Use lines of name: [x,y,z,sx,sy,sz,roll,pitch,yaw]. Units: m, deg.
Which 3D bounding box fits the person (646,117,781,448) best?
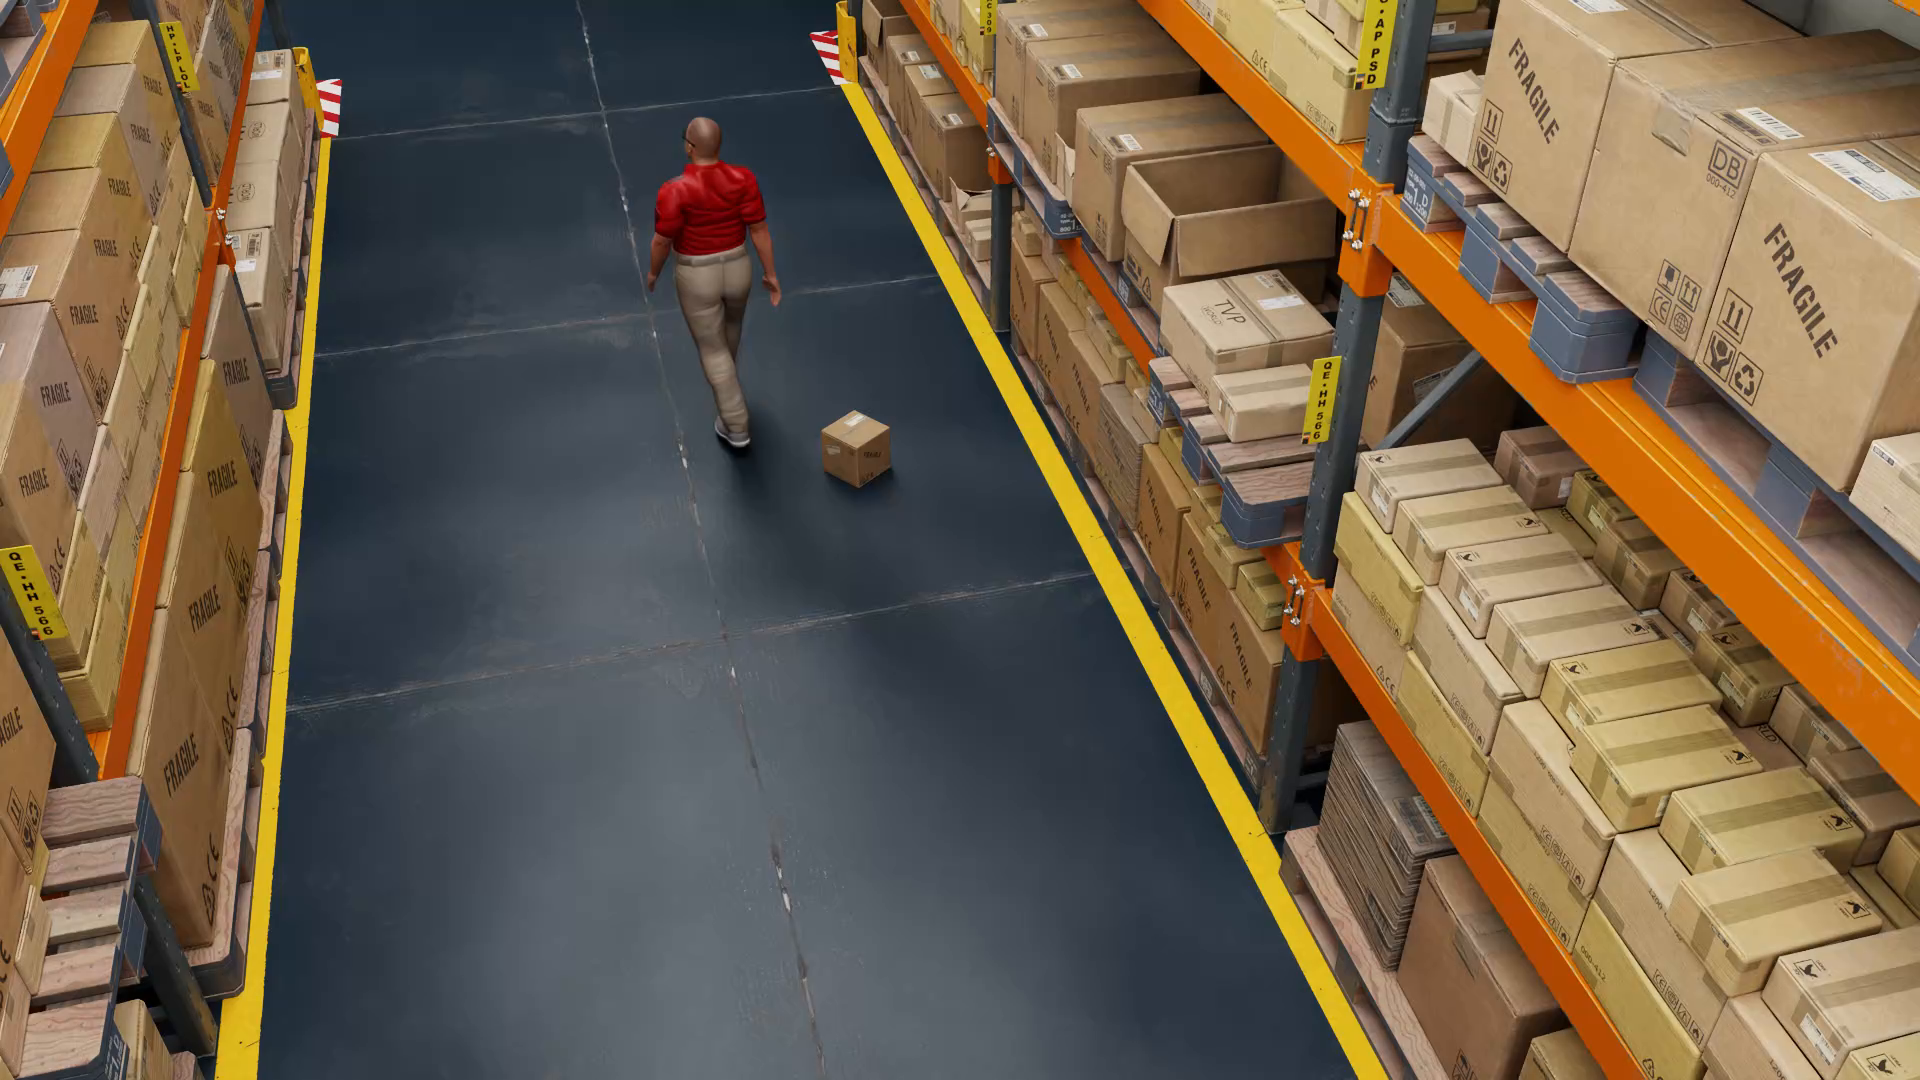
person: [-1.305,-1.402,8.503,0.586,1.677,0.973,-21,42,-24]
